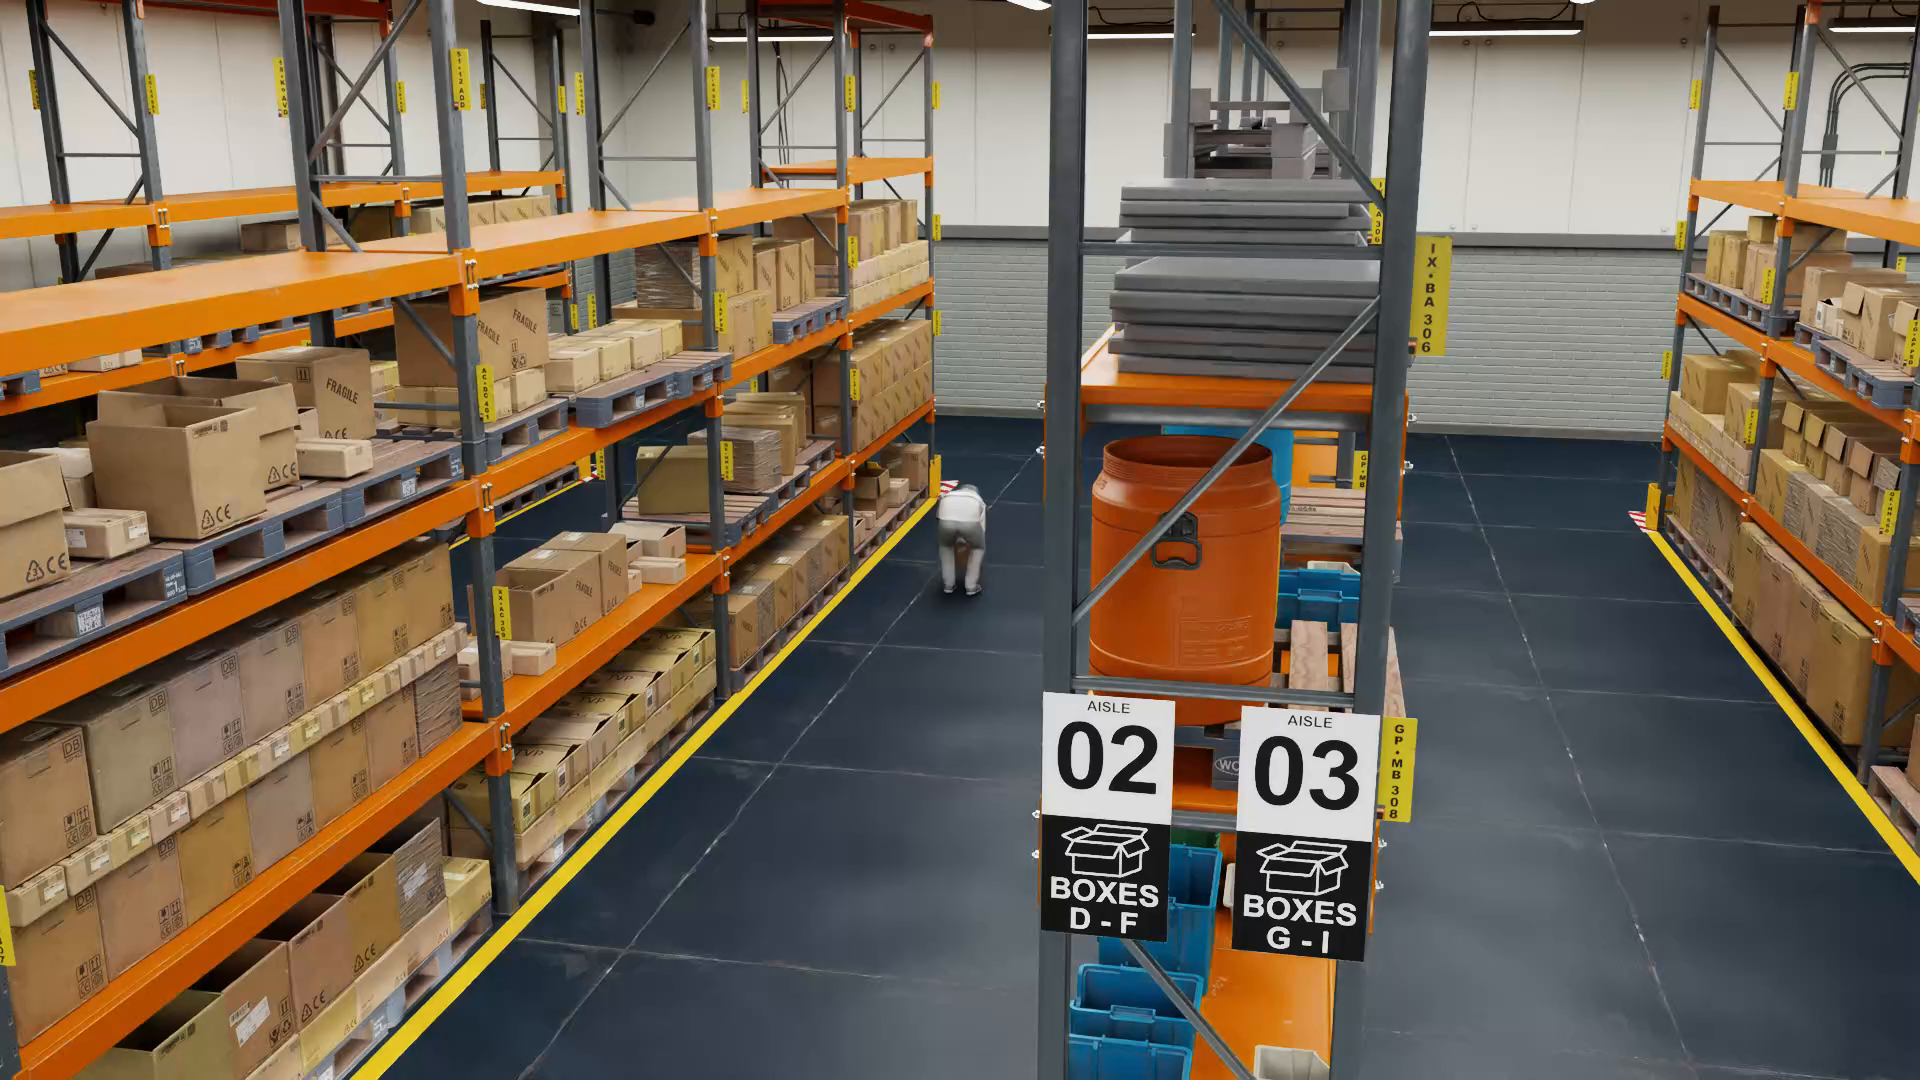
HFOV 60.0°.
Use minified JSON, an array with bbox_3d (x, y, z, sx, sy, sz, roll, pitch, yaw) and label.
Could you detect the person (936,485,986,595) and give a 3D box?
[{"bbox_3d":[0.043,-0.031,17.459,0.499,1.080,1.043,2,15,9],"label":"person"}]
